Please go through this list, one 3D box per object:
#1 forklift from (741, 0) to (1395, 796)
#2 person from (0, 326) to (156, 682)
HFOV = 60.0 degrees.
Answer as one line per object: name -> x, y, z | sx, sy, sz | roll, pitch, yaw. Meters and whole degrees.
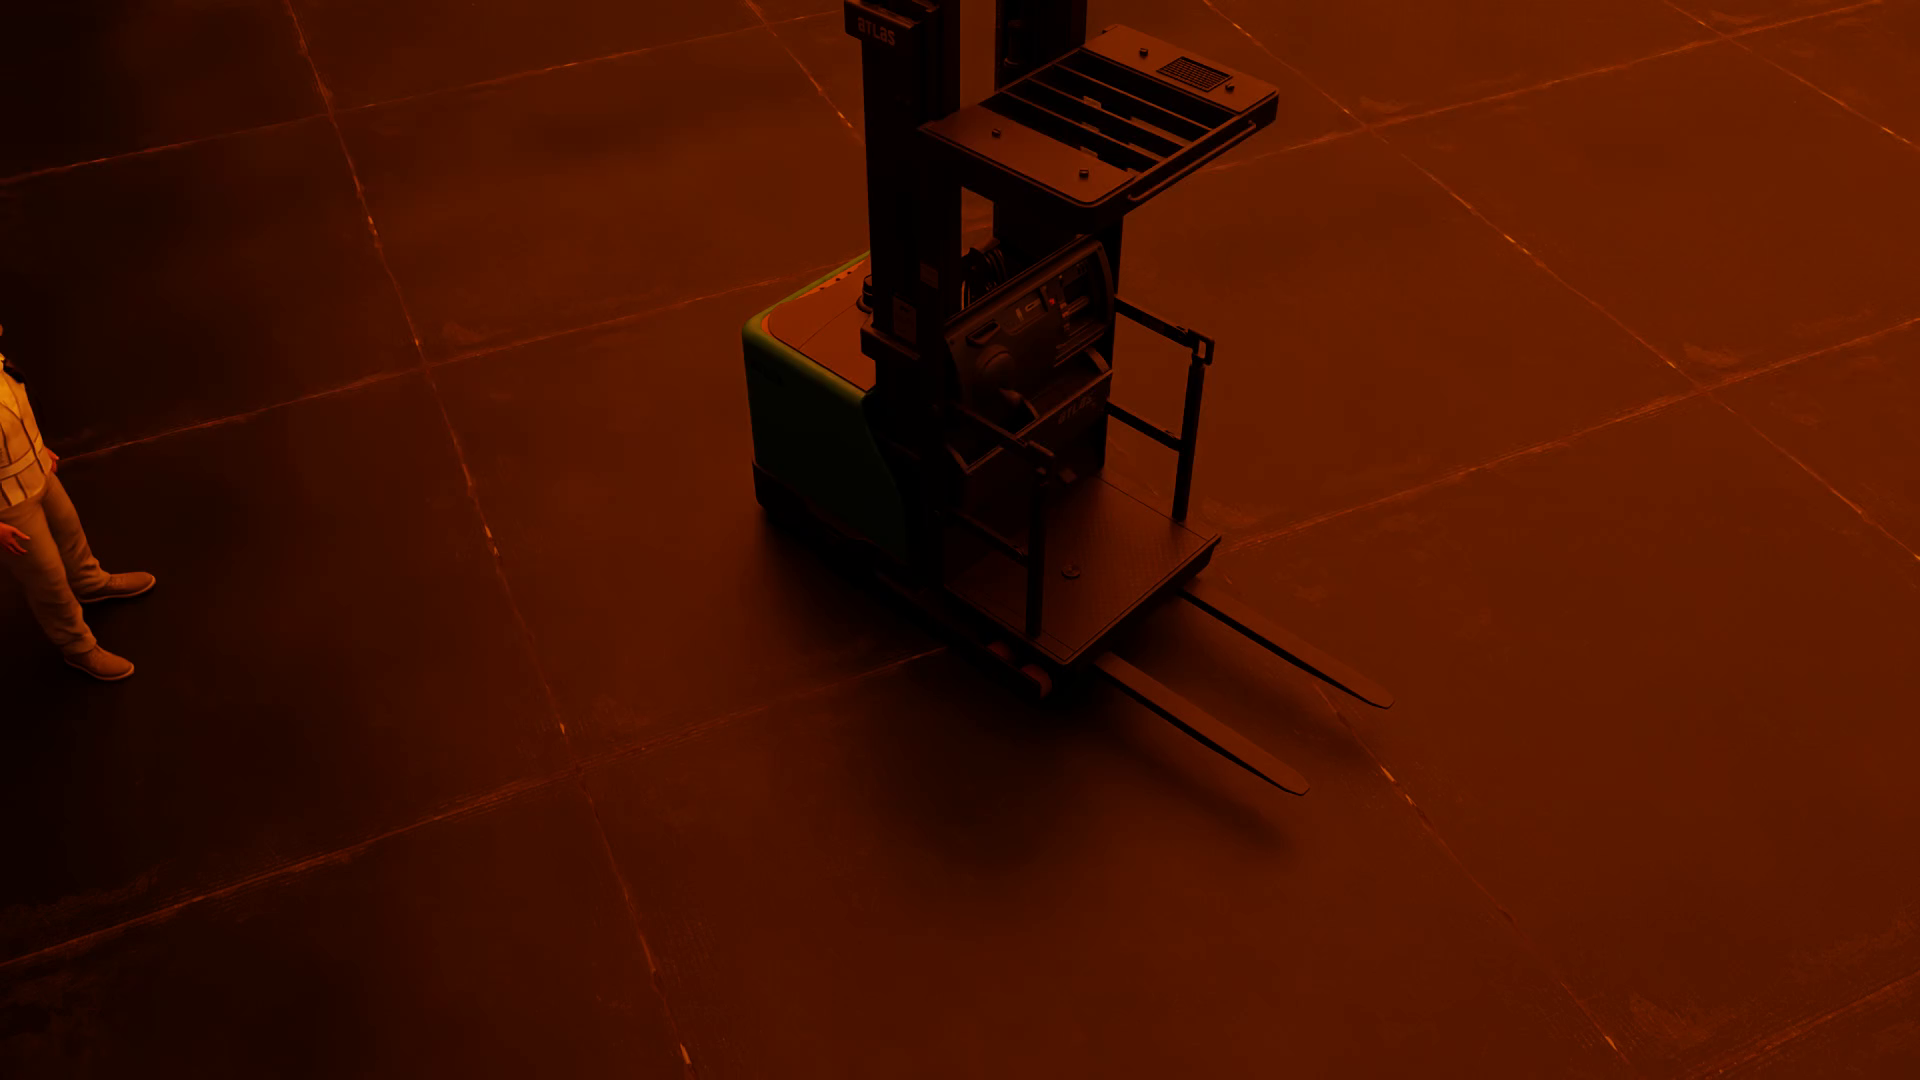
forklift -> 0.445, -0.788, 6.525 | 3.031, 2.935, 1.130 | 32, 52, 30
person -> -3.842, -0.229, 6.794 | 0.481, 1.756, 0.669 | -3, 43, -4
